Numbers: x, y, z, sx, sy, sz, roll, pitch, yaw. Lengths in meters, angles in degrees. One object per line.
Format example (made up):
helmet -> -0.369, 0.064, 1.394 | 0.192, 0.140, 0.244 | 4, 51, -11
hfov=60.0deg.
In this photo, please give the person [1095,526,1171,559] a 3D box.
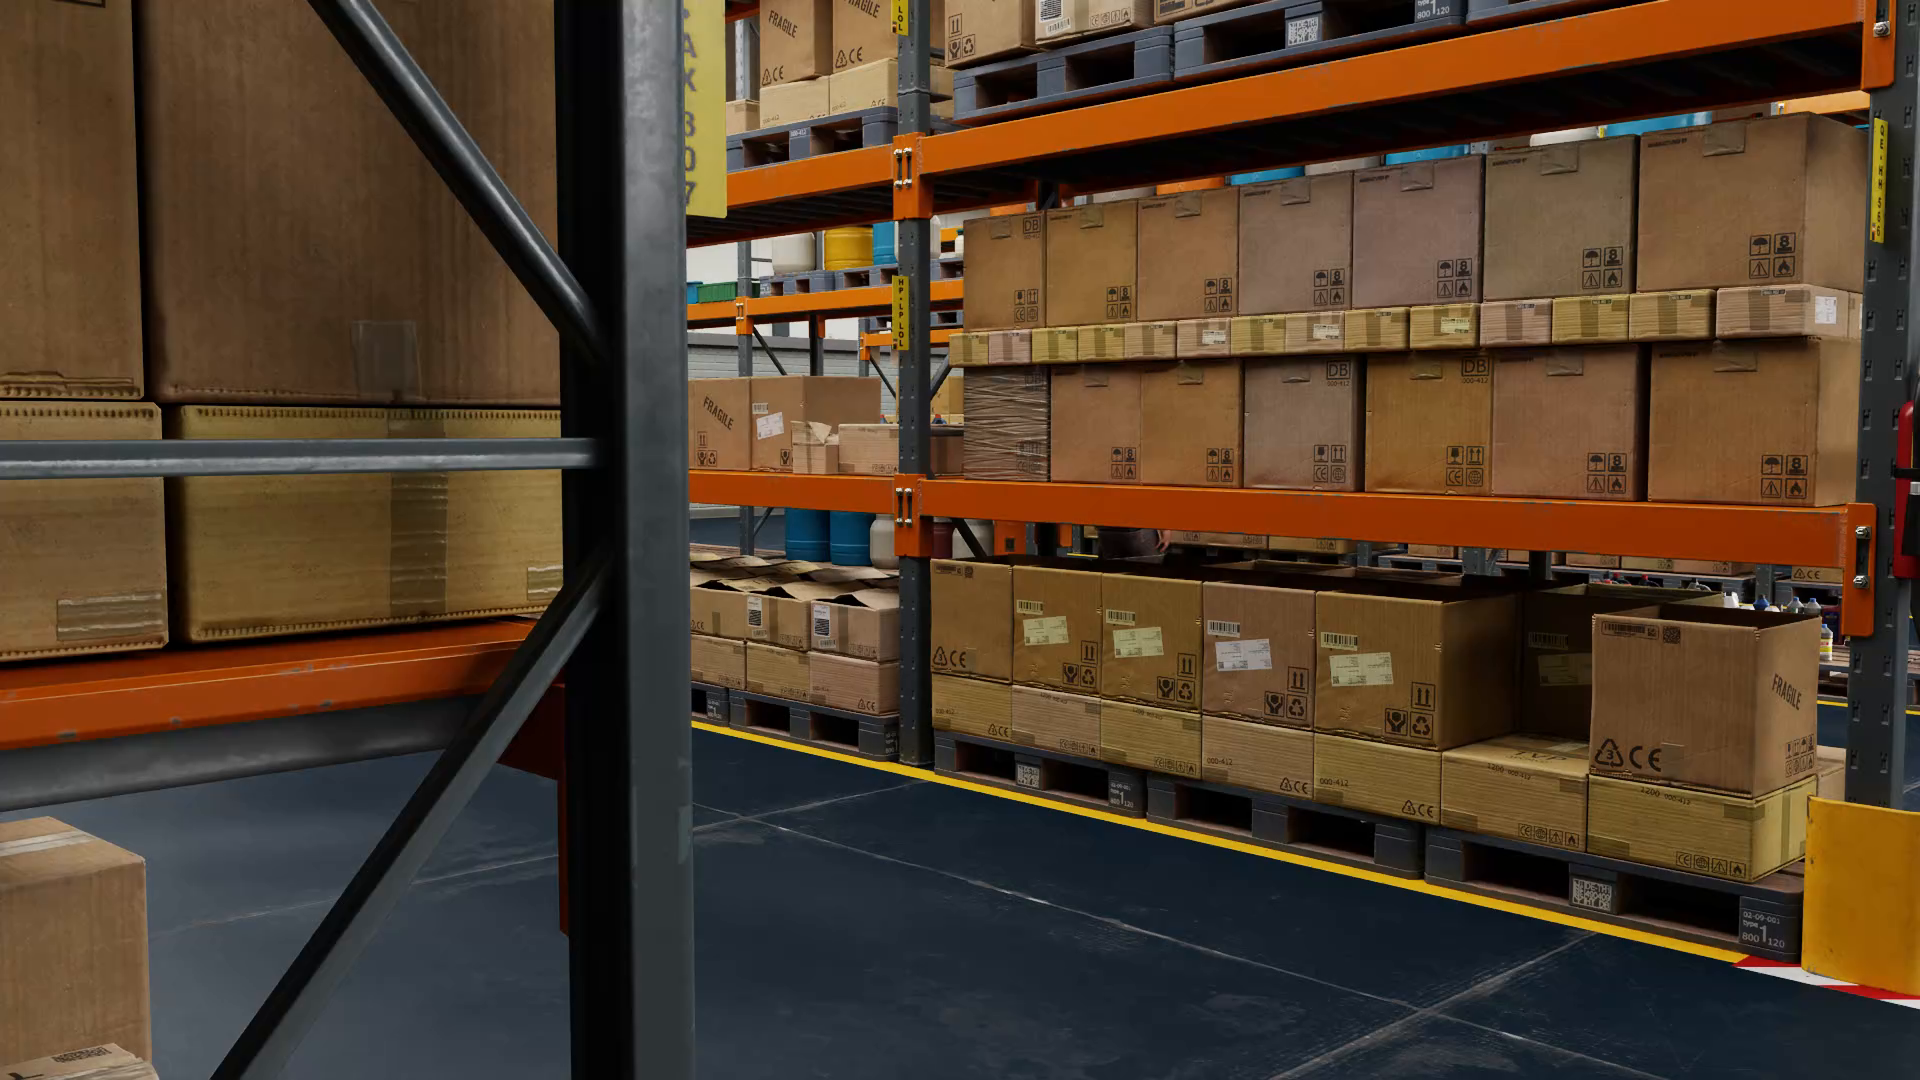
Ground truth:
person -> 1.104, -0.059, 10.832 | 0.413, 1.721, 0.581 | -4, 5, -44
